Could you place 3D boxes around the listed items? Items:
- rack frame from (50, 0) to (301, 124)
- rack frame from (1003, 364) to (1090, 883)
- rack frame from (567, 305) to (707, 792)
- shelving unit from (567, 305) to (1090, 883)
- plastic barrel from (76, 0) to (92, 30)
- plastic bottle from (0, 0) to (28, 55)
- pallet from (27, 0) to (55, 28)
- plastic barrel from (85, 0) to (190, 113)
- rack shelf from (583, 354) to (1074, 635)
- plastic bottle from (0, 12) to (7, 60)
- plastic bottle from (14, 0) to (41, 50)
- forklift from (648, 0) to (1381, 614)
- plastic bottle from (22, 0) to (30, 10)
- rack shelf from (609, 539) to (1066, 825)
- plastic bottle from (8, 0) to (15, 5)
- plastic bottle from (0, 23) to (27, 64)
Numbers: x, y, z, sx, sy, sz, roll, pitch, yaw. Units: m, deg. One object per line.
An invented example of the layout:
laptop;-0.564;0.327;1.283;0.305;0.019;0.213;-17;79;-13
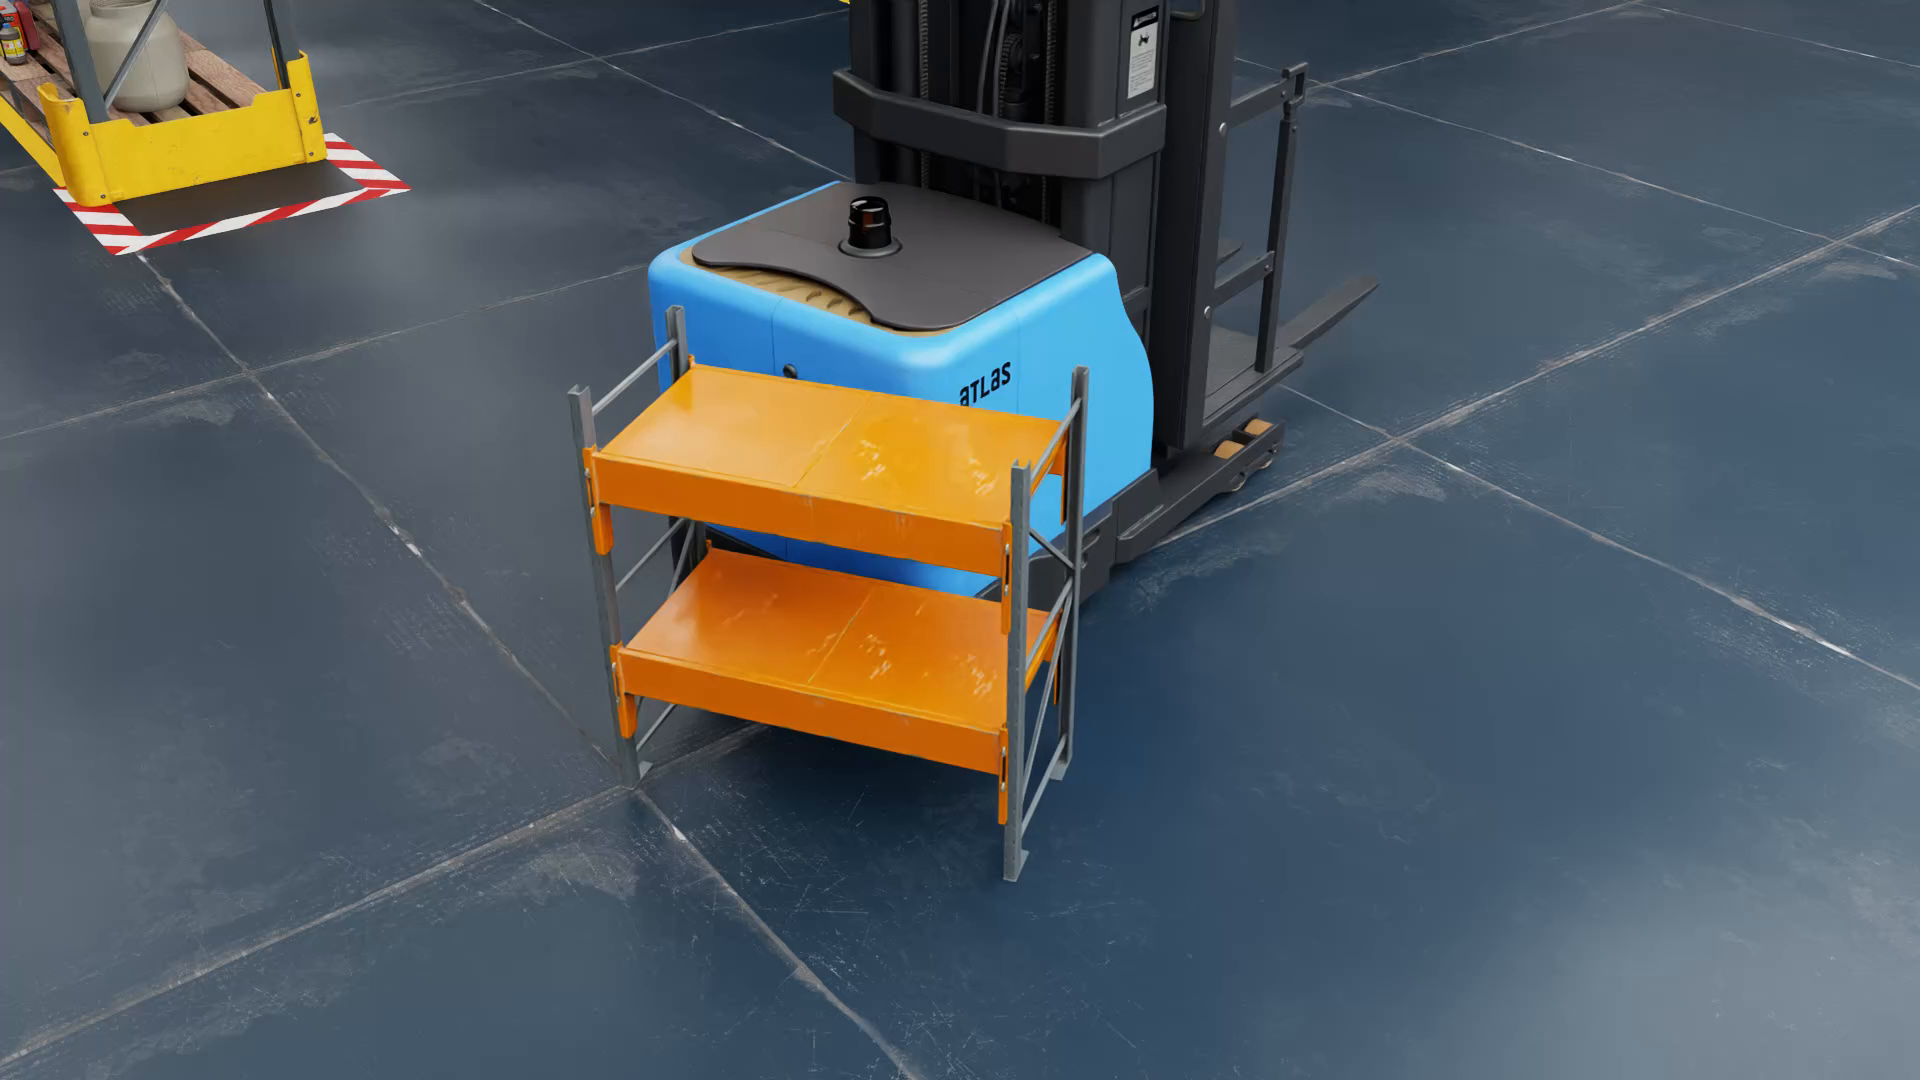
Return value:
rack frame;-3.631;-3.055;7.326;1.000;3.000;0.127;-22;38;-31
rack frame;0.197;0.209;3.848;0.032;1.125;0.500;10;33;16
rack frame;-0.764;0.034;4.129;0.032;1.125;0.500;10;33;16
shelving unit;-0.283;0.121;3.988;1.048;1.125;0.538;10;33;16
plastic barrel;-4.403;-2.635;8.610;0.421;0.512;0.421;0;32;0
plastic bottle;-5.237;-2.822;9.116;0.152;0.276;0.135;-22;38;-31
pallet;-5.705;-3.244;10.273;1.003;0.211;1.213;-22;38;-31
plastic barrel;-4.095;-2.426;8.273;0.421;0.512;0.421;0;32;0
rack shelf;-0.283;-0.127;3.834;1.000;0.278;0.538;10;33;16
plastic bottle;-5.190;-2.754;8.999;0.061;0.283;0.133;-21;38;-30
plastic bottle;-5.153;-2.860;9.170;0.061;0.283;0.133;-22;38;-31
forklift;0.445;-1.549;4.965;1.130;2.935;3.031;22;38;31
plastic bottle;-5.439;-3.084;9.537;0.152;0.276;0.135;-22;38;-31
rack shelf;-0.283;0.329;4.117;1.000;0.278;0.538;10;33;16
plastic bottle;-5.358;-2.974;9.430;0.097;0.201;0.097;0;32;0
plastic bottle;-5.104;-2.677;8.952;0.097;0.201;0.097;0;32;0
